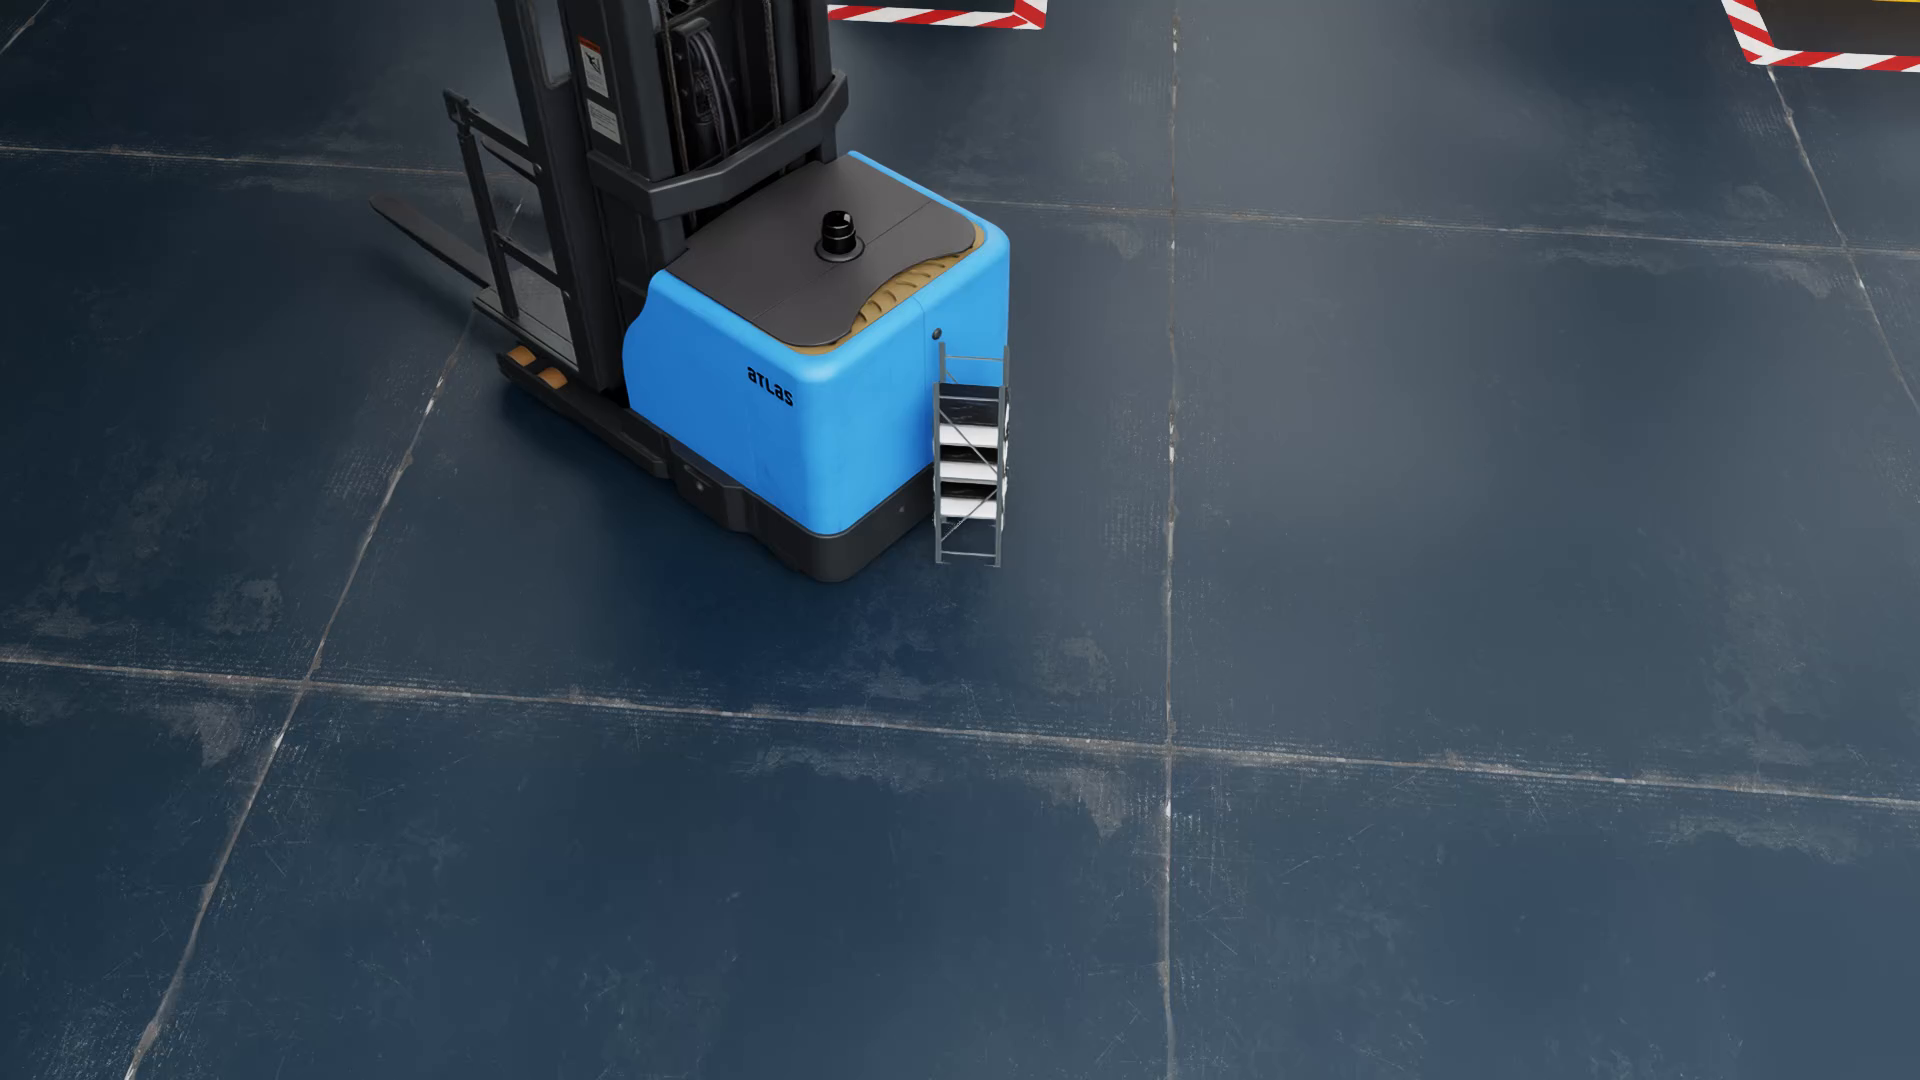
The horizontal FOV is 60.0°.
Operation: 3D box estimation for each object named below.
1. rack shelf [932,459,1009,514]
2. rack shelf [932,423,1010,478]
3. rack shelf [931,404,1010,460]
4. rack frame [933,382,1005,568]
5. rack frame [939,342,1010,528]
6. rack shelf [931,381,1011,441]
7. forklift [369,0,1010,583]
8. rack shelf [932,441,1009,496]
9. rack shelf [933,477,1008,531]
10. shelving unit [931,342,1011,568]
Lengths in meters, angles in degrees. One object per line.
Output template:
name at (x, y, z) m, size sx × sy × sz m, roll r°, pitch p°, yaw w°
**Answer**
rack shelf at (0.039, -0.202, 5.992) m, size 0.258 × 0.077 × 0.200 m, roll 4°, pitch 48°, yaw 4°
rack shelf at (0.039, -0.323, 5.859) m, size 0.258 × 0.077 × 0.200 m, roll 4°, pitch 48°, yaw 4°
rack shelf at (0.039, -0.384, 5.793) m, size 0.258 × 0.077 × 0.200 m, roll 4°, pitch 48°, yaw 4°
rack frame at (0.030, -0.210, 5.832) m, size 0.240 × 0.900 × 0.006 m, roll 4°, pitch 48°, yaw 4°
rack frame at (0.048, -0.360, 5.969) m, size 0.240 × 0.900 × 0.006 m, roll 4°, pitch 48°, yaw 4°
rack shelf at (0.039, -0.445, 5.726) m, size 0.258 × 0.077 × 0.200 m, roll 4°, pitch 48°, yaw 4°
forklift at (-1.248, -1.783, 5.894) m, size 3.031 × 2.935 × 1.130 m, roll 33°, pitch 56°, yaw 27°
rack shelf at (0.039, -0.262, 5.925) m, size 0.258 × 0.077 × 0.200 m, roll 4°, pitch 48°, yaw 4°
rack shelf at (0.039, -0.141, 6.058) m, size 0.258 × 0.077 × 0.200 m, roll 4°, pitch 48°, yaw 4°
shelving unit at (0.039, -0.285, 5.901) m, size 0.258 × 0.900 × 0.210 m, roll 4°, pitch 48°, yaw 4°
